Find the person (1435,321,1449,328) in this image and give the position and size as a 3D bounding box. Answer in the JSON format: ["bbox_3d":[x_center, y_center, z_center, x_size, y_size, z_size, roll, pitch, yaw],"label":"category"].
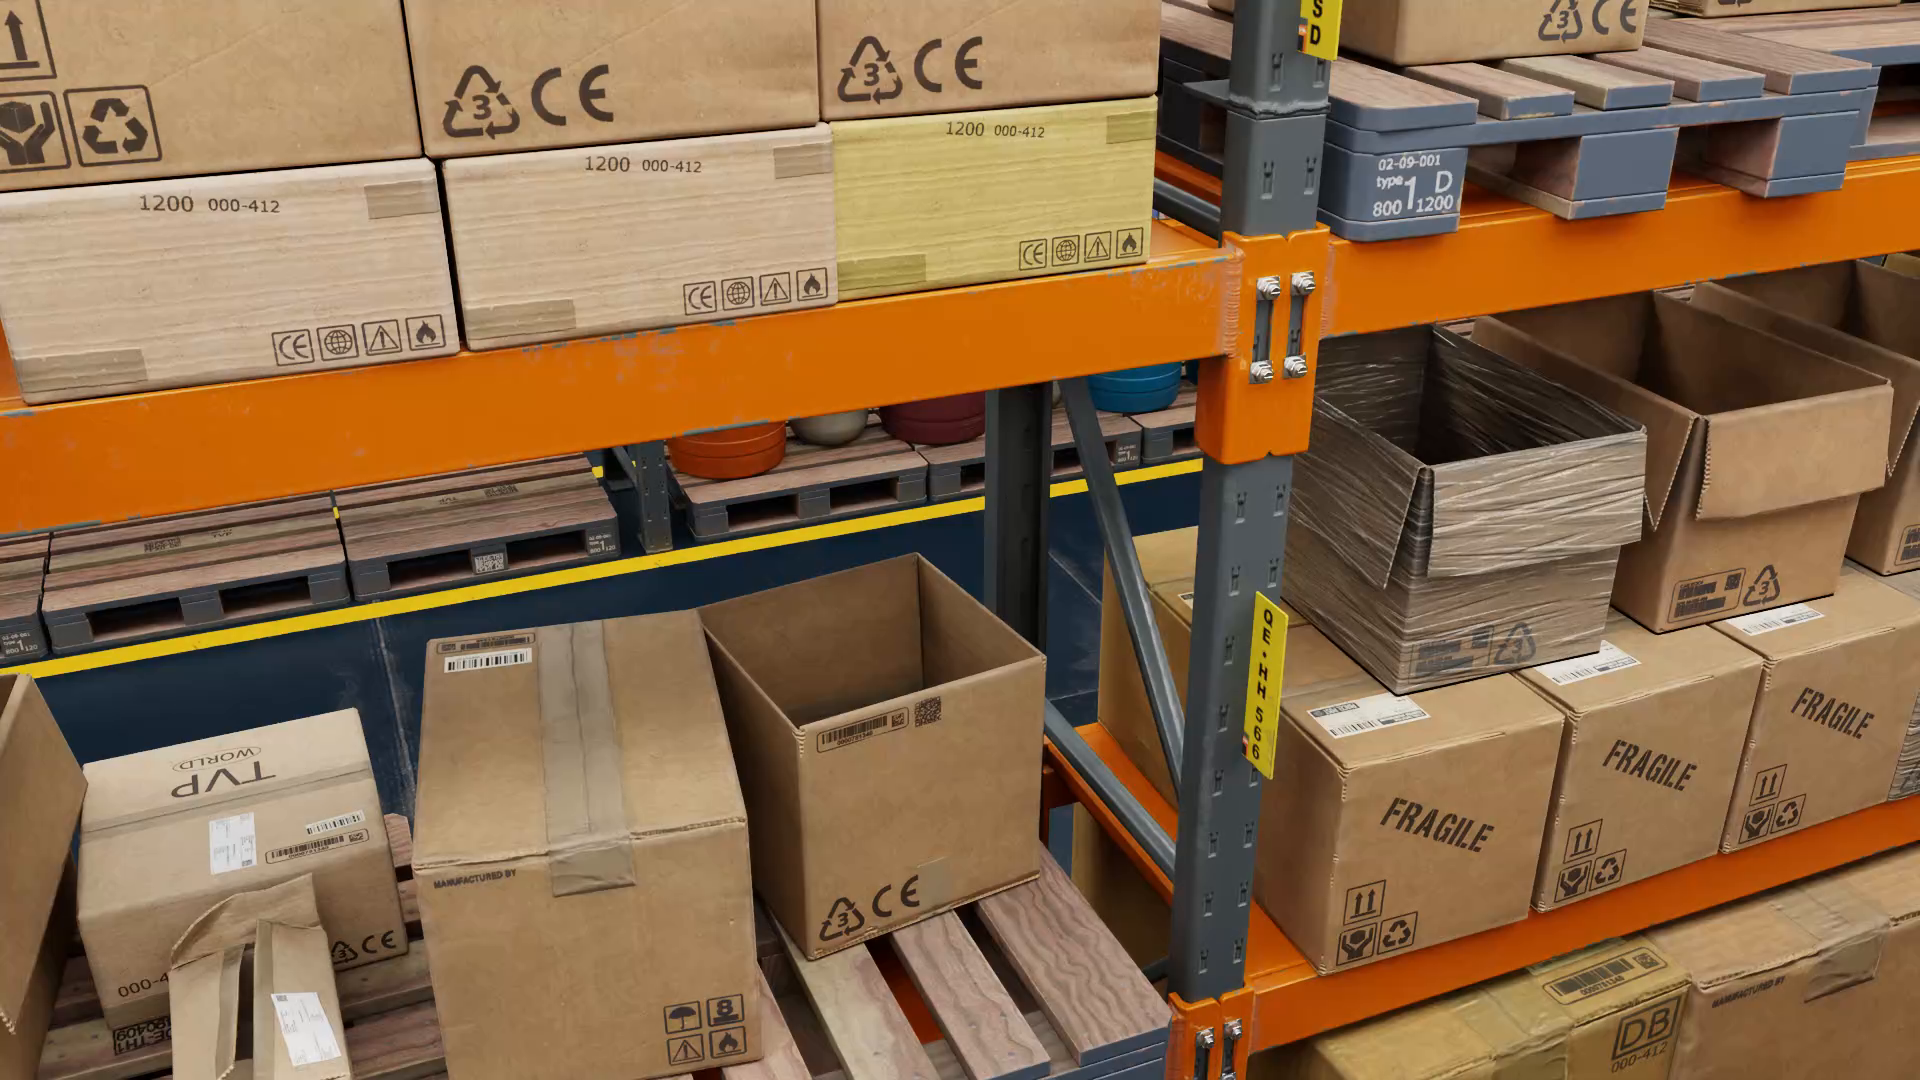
[{"bbox_3d":[1.908,-0.373,6.925,1.110,1.600,0.542,-16,30,-29],"label":"person"}]
